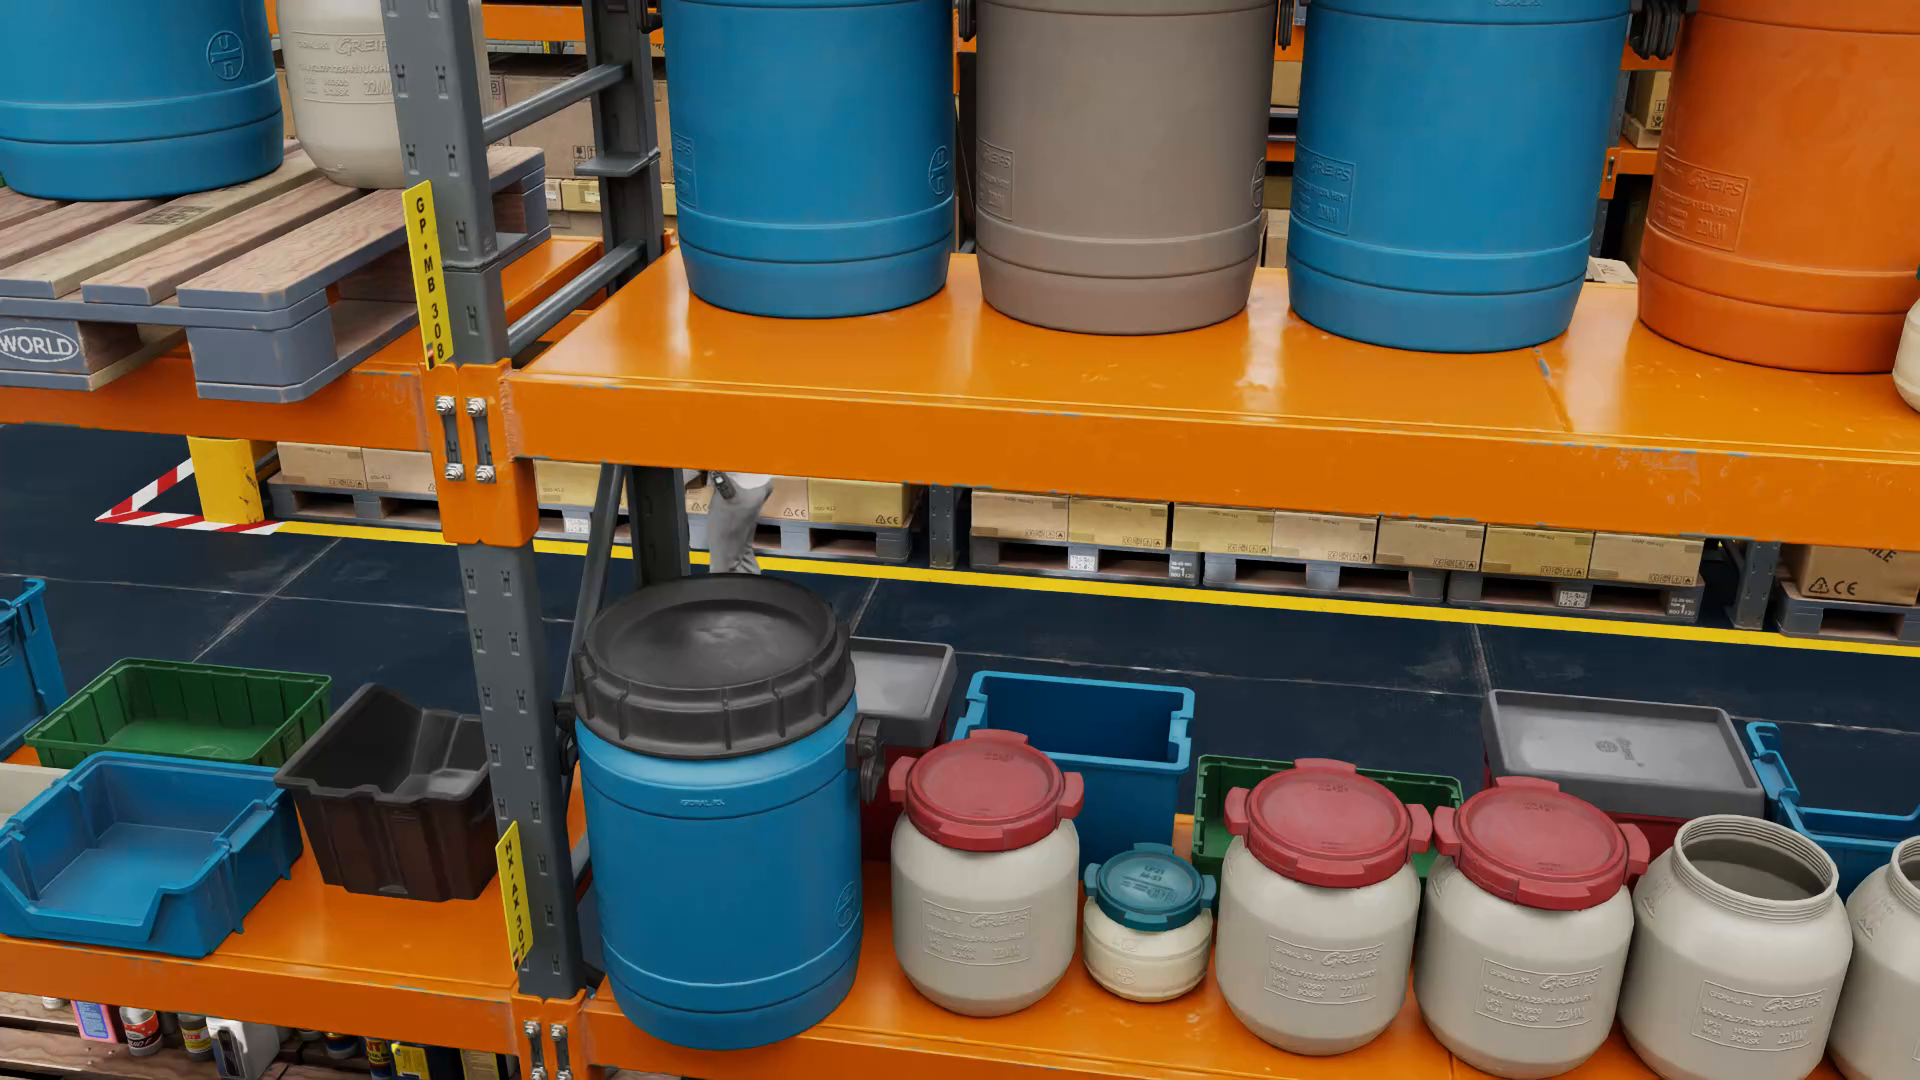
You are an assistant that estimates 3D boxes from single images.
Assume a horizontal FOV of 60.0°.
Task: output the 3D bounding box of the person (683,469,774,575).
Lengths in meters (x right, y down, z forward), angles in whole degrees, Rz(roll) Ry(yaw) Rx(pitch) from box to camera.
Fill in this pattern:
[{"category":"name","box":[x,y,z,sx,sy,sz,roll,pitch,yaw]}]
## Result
[{"category":"person","box":[-1.098,-0.242,7.601,0.530,1.691,0.446,4,25,8]}]
